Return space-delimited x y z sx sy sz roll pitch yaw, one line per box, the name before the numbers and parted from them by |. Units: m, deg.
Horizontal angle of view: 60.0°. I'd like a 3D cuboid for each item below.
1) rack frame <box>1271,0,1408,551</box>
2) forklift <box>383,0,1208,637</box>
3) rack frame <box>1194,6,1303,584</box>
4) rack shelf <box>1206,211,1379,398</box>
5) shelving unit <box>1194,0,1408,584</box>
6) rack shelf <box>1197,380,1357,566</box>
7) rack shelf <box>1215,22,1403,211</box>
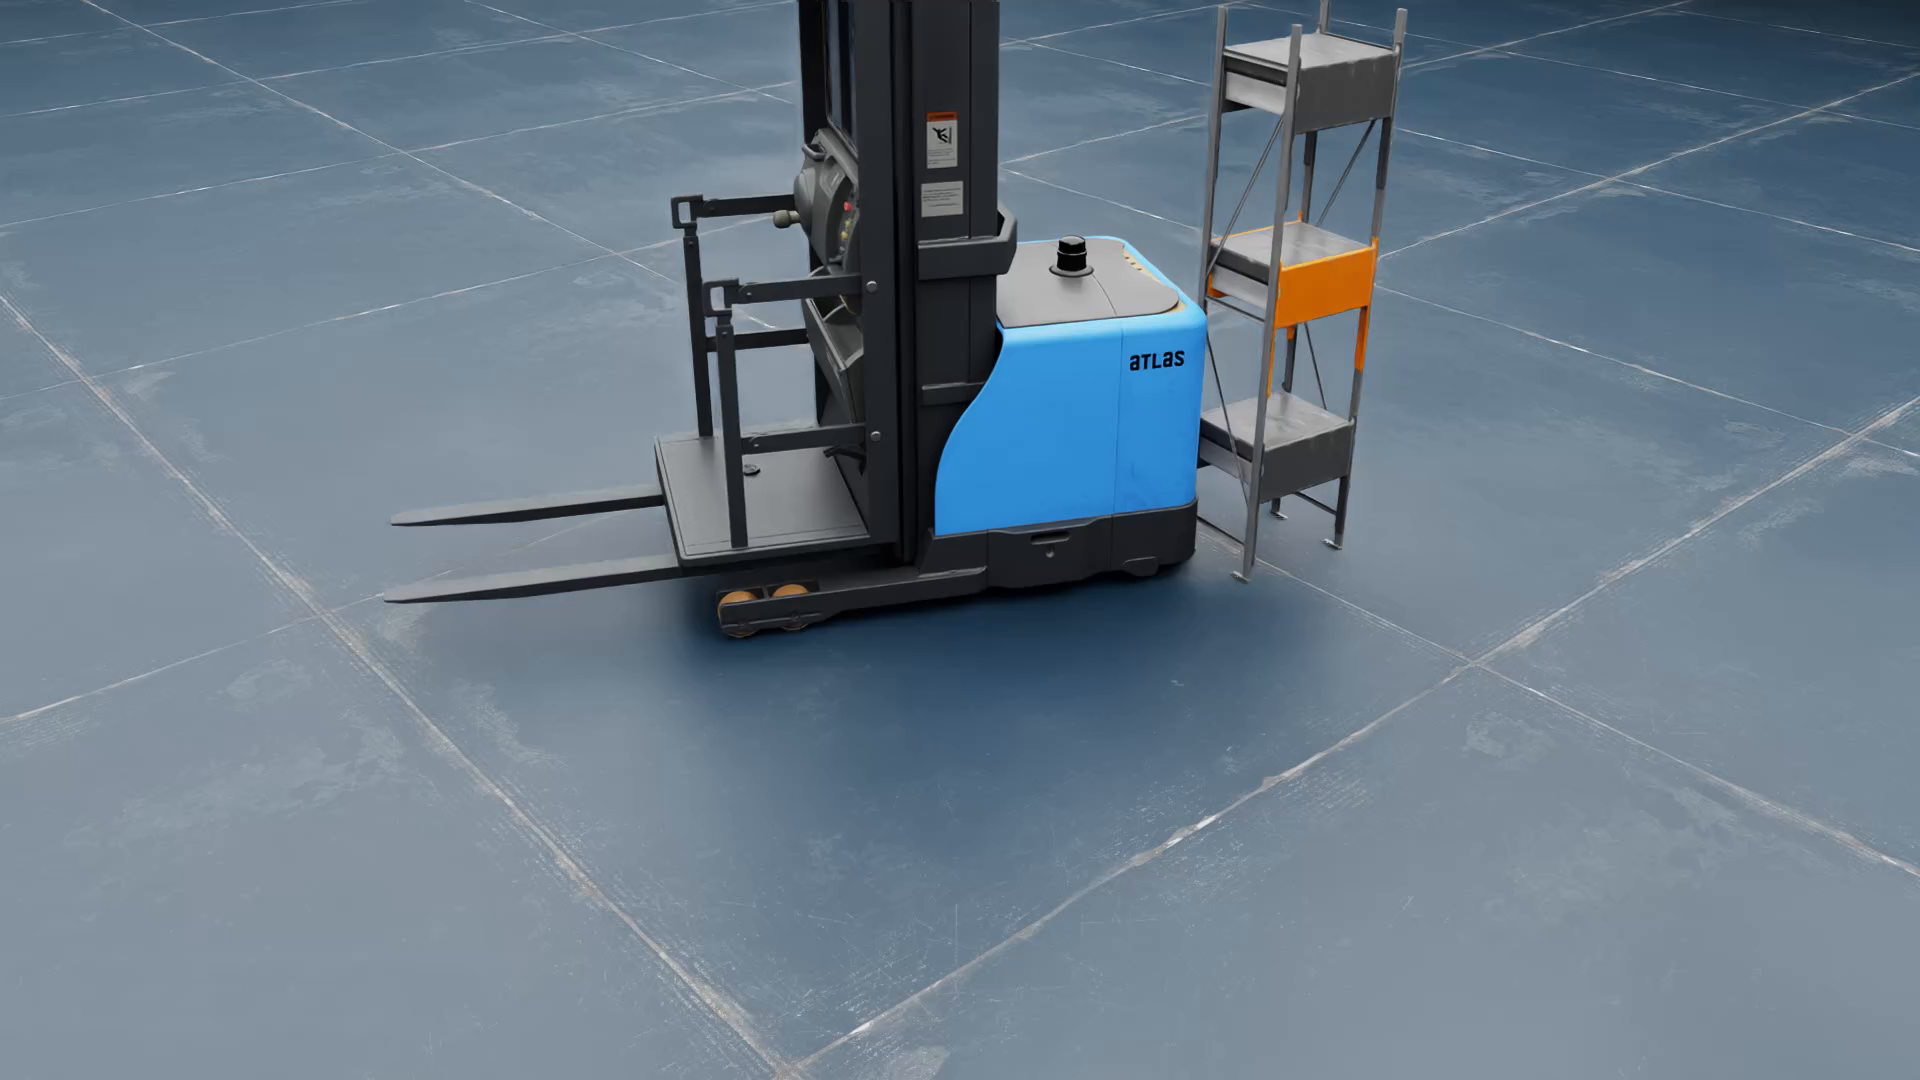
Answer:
rack frame | 1.417 -0.964 6.326 0.015 2.100 0.400 -17 33 -29
forklift | -0.657 -1.212 5.909 3.031 2.935 1.130 -7 29 -13
rack frame | 1.009 -0.839 6.091 0.015 2.100 0.400 -17 33 -29
rack shelf | 1.213 -0.889 6.215 0.480 0.518 0.431 -17 33 -29
shelving unit | 1.213 -0.902 6.209 0.503 2.100 0.431 -17 33 -29
rack shelf | 1.213 -0.272 6.545 0.480 0.518 0.431 -17 33 -29
rack shelf | 1.213 -1.507 5.886 0.480 0.518 0.431 -17 33 -29
